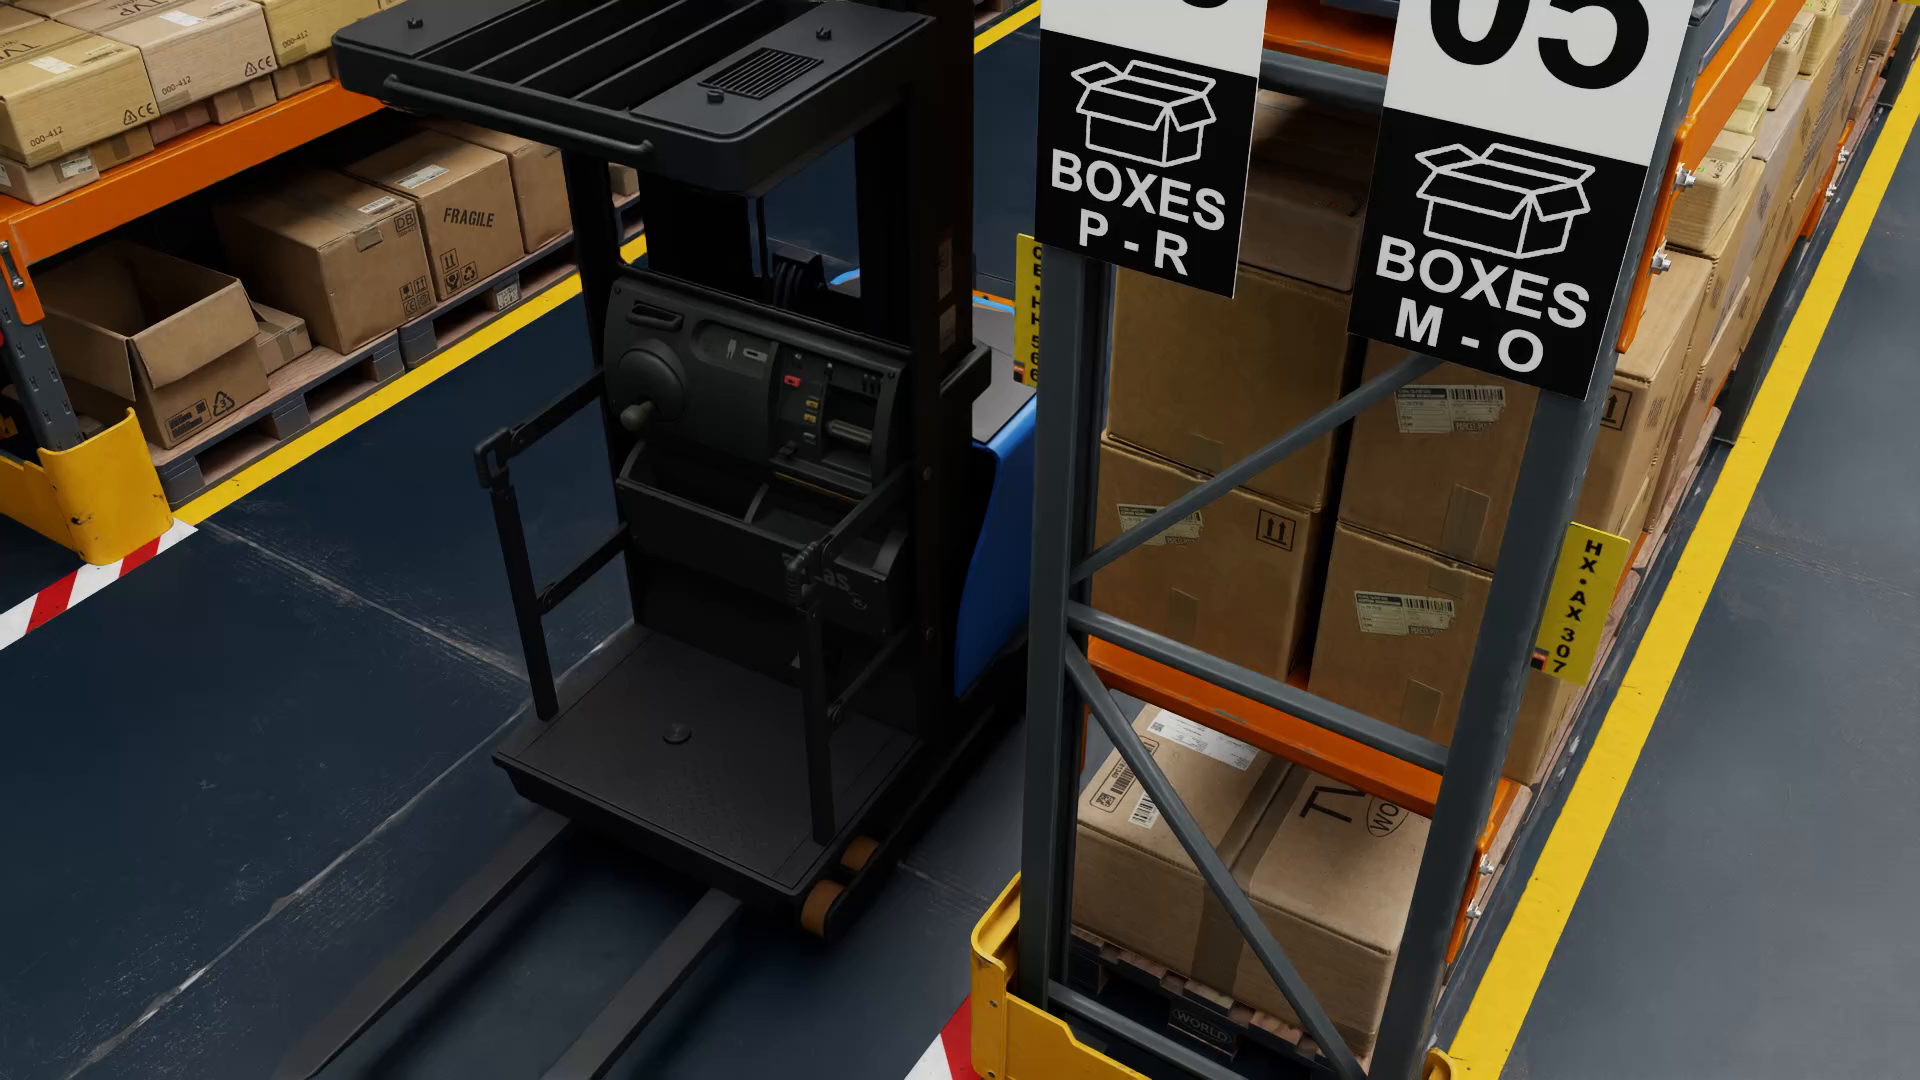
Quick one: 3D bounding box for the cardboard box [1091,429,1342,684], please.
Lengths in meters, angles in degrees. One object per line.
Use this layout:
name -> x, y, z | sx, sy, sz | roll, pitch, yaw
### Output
cardboard box -> 0.636, -0.071, 3.803 | 0.500, 0.500, 0.500 | 21, 42, 25

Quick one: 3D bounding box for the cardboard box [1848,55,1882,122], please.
cardboard box -> 3.203, -1.839, 6.301 | 0.500, 0.250, 0.500 | 20, 42, 24

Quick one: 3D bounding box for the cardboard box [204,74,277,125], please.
cardboard box -> -2.788, -1.701, 6.205 | 0.380, 0.149, 0.250 | 23, 43, 26

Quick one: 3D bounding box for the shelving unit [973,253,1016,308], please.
shelving unit -> 0.068, -0.498, 6.036 | 0.215, 1.050, 0.252 | 19, 42, 23

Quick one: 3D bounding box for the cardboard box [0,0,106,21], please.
cardboard box -> -3.292, -1.965, 6.222 | 0.500, 0.250, 0.500 | 21, 42, 25

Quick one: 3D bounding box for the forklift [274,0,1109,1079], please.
forklift -> -0.673, -0.343, 4.294 | 1.130, 2.935, 3.031 | 19, 42, 23

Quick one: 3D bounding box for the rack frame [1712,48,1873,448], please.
rack frame -> 2.744, -1.758, 6.073 | 1.000, 3.000, 0.127 | 21, 42, 25

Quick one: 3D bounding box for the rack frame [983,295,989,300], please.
rack frame -> 0.008, -0.433, 5.952 | 0.200, 1.050, 0.008 | 19, 42, 23

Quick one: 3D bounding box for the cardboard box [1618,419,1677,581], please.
cardboard box -> 1.348, -0.159, 3.917 | 0.500, 0.500, 0.500 | 21, 42, 25

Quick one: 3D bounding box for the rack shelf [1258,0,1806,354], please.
rack shelf -> 1.673, -1.630, 4.040 | 1.077, 0.370, 4.000 | 21, 42, 25

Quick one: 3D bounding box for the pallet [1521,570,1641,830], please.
pallet -> 1.618, 0.344, 5.630 | 1.003, 0.211, 1.213 | 21, 42, 25

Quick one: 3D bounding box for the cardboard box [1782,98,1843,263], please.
cardboard box -> 2.441, -1.208, 5.278 | 0.500, 0.500, 0.500 | 20, 42, 24

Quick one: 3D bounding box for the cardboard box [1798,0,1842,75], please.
cardboard box -> 1.892, -1.266, 4.004 | 0.380, 0.149, 0.250 | 20, 42, 24

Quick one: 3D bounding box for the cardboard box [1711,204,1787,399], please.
cardboard box -> 1.890, -0.679, 4.592 | 0.500, 0.500, 0.500 | 23, 43, 27

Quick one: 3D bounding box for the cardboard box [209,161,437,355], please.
cardboard box -> -2.693, -1.206, 7.061 | 0.700, 0.500, 0.500 | 23, 43, 27

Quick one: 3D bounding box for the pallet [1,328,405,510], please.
pallet -> -3.125, -0.663, 6.938 | 1.003, 0.211, 1.213 | 21, 42, 25

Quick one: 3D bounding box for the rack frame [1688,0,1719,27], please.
rack frame -> 0.601, -2.072, 1.567 | 1.000, 3.000, 0.127 | 21, 42, 25

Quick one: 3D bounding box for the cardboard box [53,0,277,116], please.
cardboard box -> -2.851, -1.782, 5.983 | 0.500, 0.250, 0.500 | 22, 43, 26

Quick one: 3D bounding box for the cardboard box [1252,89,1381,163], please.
cardboard box -> 0.740, -0.777, 3.370 | 0.380, 0.149, 0.250 | 22, 43, 26

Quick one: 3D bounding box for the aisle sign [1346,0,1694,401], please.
aisle sign -> 0.808, -0.593, 2.434 | 0.394, 0.787, 0.004 | 21, 42, 25

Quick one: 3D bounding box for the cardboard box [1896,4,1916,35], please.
cardboard box -> 3.767, -2.365, 6.984 | 0.500, 0.250, 0.500 | 21, 42, 25

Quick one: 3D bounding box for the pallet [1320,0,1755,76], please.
pallet -> 0.990, -1.234, 3.010 | 1.003, 0.211, 1.213 | 21, 42, 25

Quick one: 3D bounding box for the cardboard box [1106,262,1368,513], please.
cardboard box -> 0.659, -0.458, 3.486 | 0.500, 0.500, 0.500 | 23, 43, 27

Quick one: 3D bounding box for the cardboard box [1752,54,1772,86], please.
cardboard box -> 1.564, -1.030, 3.697 | 0.380, 0.149, 0.250 | 22, 43, 26

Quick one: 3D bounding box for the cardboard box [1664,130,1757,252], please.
cardboard box -> 1.342, -0.736, 3.315 | 0.380, 0.149, 0.250 | 23, 43, 26

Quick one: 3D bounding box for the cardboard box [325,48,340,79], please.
cardboard box -> -2.452, -1.946, 6.523 | 0.380, 0.149, 0.250 | 20, 42, 24

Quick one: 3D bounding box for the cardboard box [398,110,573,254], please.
cardboard box -> -2.137, -1.741, 7.755 | 0.700, 0.500, 0.500 | 20, 42, 23

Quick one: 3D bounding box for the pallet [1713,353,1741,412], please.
pallet -> 3.094, -1.076, 7.473 | 1.003, 0.211, 1.213 | 21, 42, 25

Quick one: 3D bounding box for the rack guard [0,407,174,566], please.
rack guard -> -3.551, -0.367, 6.316 | 1.175, 0.500, 0.348 | 21, 42, 25

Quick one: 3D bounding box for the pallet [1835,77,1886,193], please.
pallet -> 4.401, -2.334, 9.104 | 1.003, 0.211, 1.213 | 21, 42, 25

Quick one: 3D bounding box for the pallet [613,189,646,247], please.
pallet -> -1.818, -1.921, 8.570 | 1.003, 0.211, 1.213 | 21, 42, 25

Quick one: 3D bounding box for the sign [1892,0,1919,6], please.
sign -> 3.214, -1.951, 5.550 | 0.100, 0.325, 0.005 | 21, 42, 25

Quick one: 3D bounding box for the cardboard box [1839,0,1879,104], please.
cardboard box -> 2.446, -1.601, 4.969 | 0.500, 0.500, 0.500 | 21, 42, 24

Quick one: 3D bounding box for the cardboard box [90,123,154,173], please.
cardboard box -> -3.087, -1.444, 5.872 | 0.380, 0.149, 0.250 | 22, 43, 26

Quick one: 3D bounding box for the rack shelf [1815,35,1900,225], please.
rack shelf -> 3.816, -2.504, 7.630 | 1.077, 0.370, 4.000 | 21, 42, 25

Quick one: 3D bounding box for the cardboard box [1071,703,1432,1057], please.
cardboard box -> 0.870, 0.780, 4.536 | 0.875, 0.438, 0.875 | 20, 42, 24

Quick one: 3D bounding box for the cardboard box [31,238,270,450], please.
cardboard box -> -3.184, -0.779, 6.505 | 0.797, 0.503, 0.637 | 19, 42, 23

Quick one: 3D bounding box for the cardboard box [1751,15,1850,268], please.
cardboard box -> 1.906, -1.080, 4.293 | 0.500, 0.500, 0.500 | 21, 42, 25

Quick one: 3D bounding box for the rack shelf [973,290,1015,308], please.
rack shelf -> 0.068, -0.714, 5.869 | 0.215, 0.259, 0.240 | 19, 42, 23

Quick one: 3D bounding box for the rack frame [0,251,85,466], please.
rack frame -> -3.592, -1.317, 5.502 | 1.000, 3.000, 0.127 | 21, 42, 25

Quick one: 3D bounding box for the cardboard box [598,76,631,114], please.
cardboard box -> -2.002, -2.218, 8.528 | 0.500, 0.311, 0.500 | 23, 43, 27

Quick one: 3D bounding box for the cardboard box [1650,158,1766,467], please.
cardboard box -> 1.370, -0.554, 3.611 | 0.500, 0.500, 0.500 | 20, 42, 24

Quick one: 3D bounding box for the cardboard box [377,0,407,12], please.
cardboard box -> -2.327, -2.315, 6.675 | 0.500, 0.250, 0.500 | 20, 42, 24

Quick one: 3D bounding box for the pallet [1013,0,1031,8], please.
pallet -> 0.262, -3.965, 11.220 | 1.003, 0.211, 1.213 | 21, 42, 25
